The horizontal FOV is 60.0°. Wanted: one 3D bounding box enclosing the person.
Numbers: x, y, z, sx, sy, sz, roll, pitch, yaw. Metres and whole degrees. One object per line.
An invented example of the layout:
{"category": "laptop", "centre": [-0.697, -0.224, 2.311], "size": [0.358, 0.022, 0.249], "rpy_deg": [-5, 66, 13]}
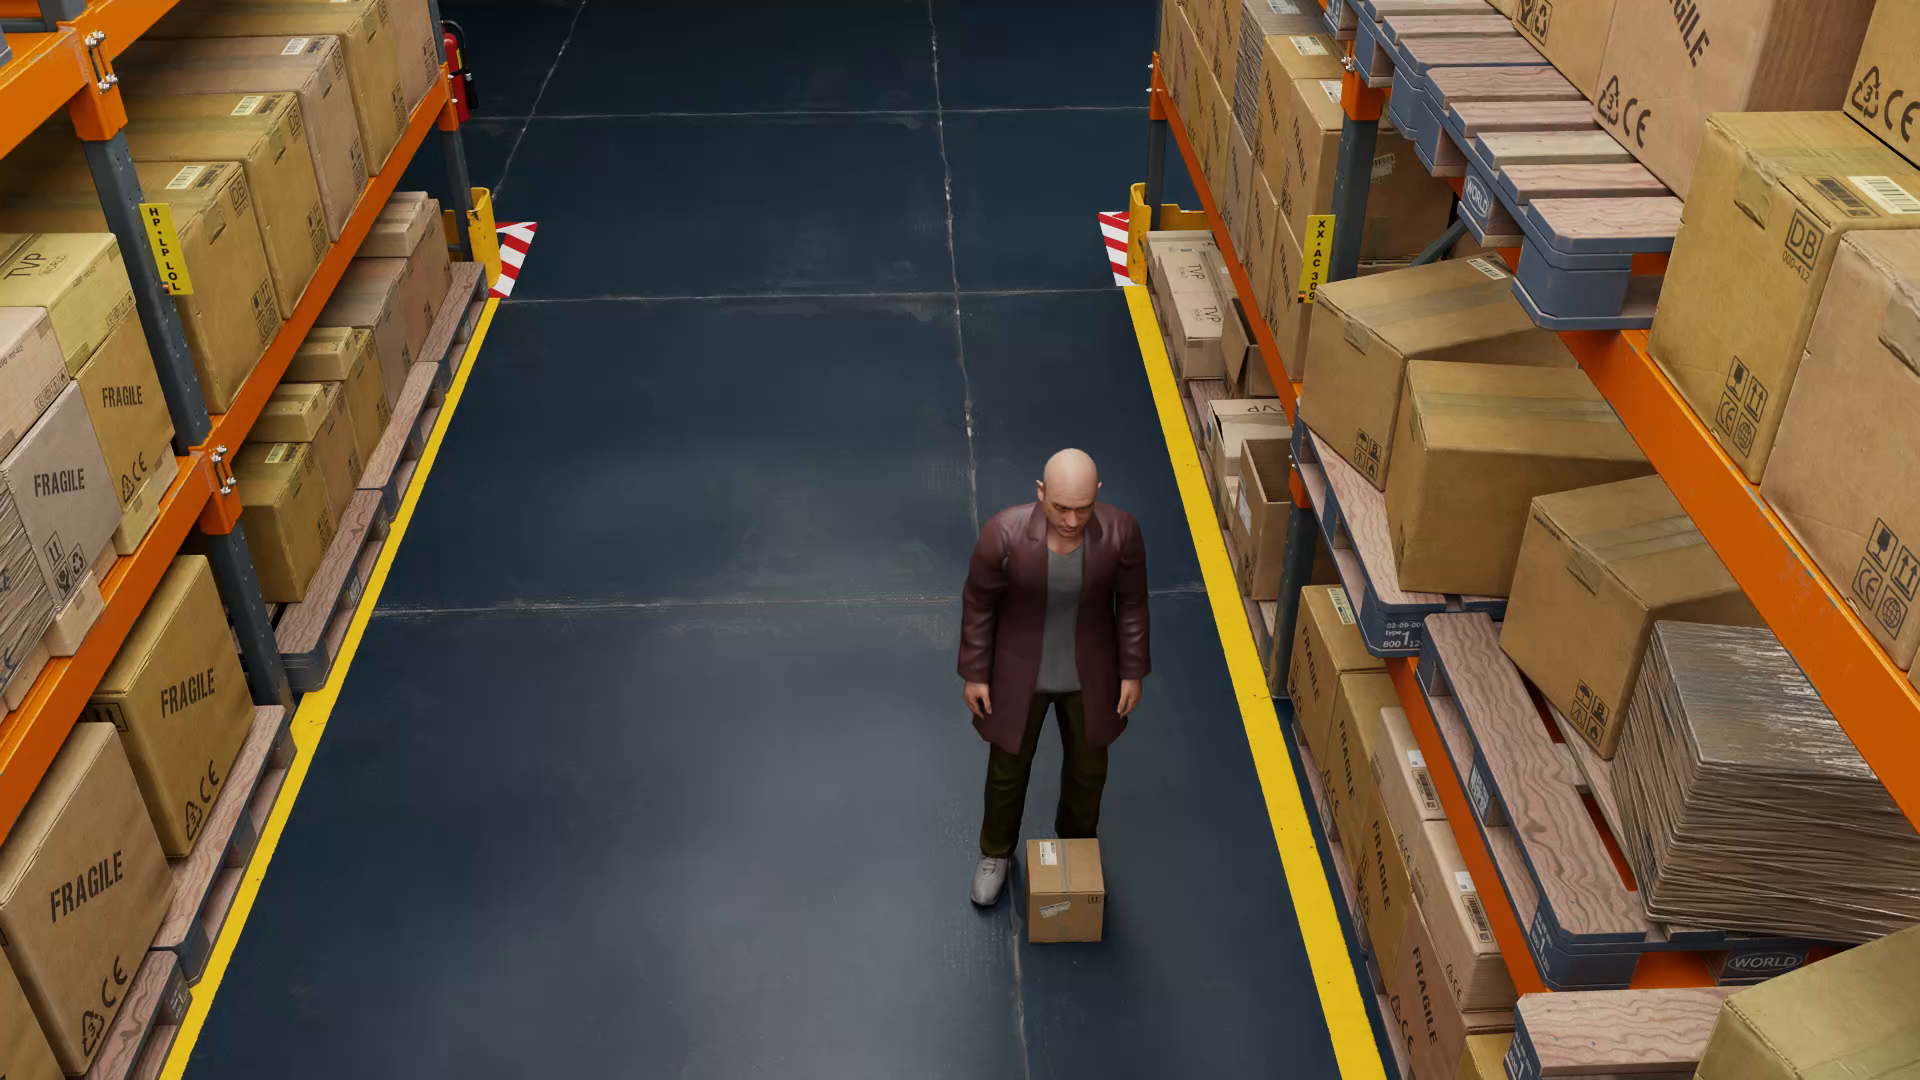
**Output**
{"category": "person", "centre": [0.311, 0.448, 5.512], "size": [0.643, 1.773, 0.431], "rpy_deg": [-1, 35, -2]}
